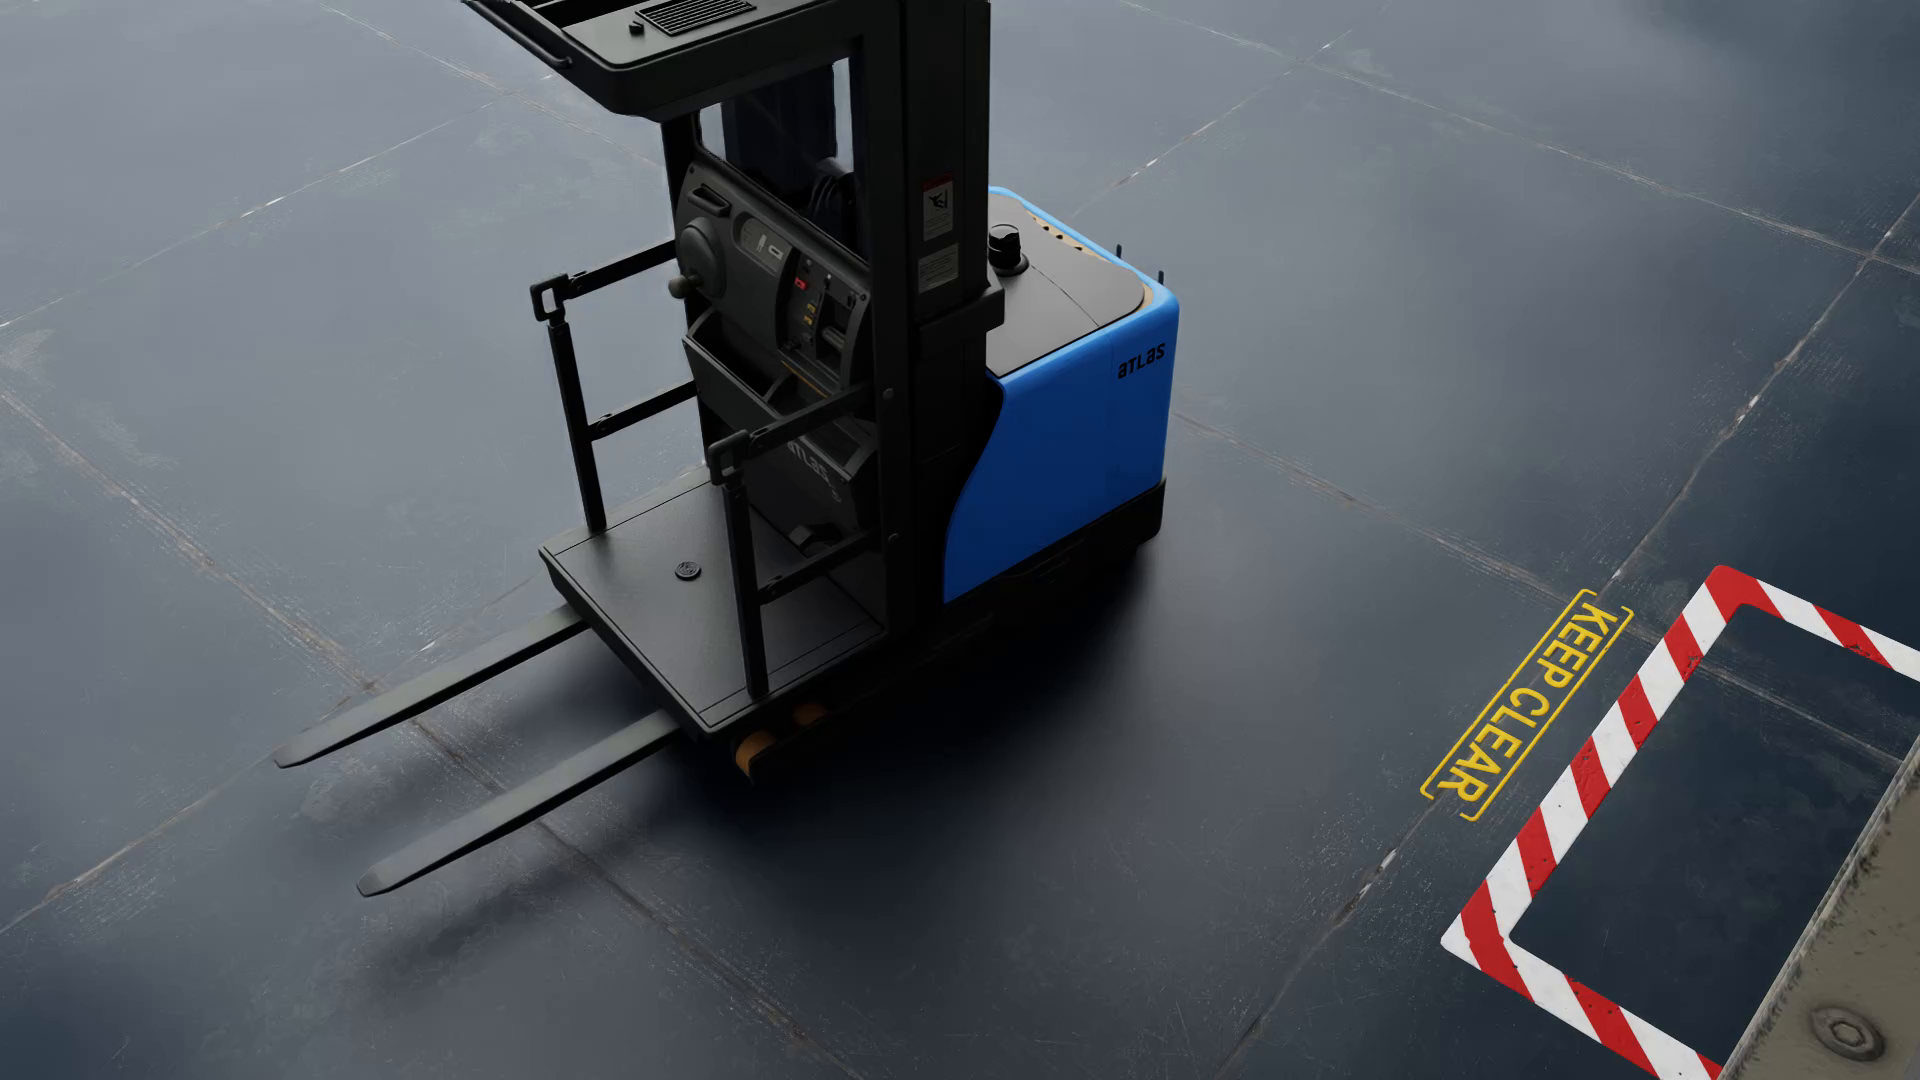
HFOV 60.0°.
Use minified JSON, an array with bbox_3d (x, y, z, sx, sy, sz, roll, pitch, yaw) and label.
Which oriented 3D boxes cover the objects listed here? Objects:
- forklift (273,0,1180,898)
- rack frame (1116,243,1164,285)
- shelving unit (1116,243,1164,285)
[{"bbox_3d":[-0.724,-0.718,4.782,3.031,2.935,1.130,-28,49,-28],"label":"forklift"},{"bbox_3d":[0.644,-0.676,6.246,0.006,0.900,0.240,-28,49,-28],"label":"rack frame"},{"bbox_3d":[0.565,-0.634,6.199,0.210,0.900,0.258,-28,49,-28],"label":"shelving unit"}]
